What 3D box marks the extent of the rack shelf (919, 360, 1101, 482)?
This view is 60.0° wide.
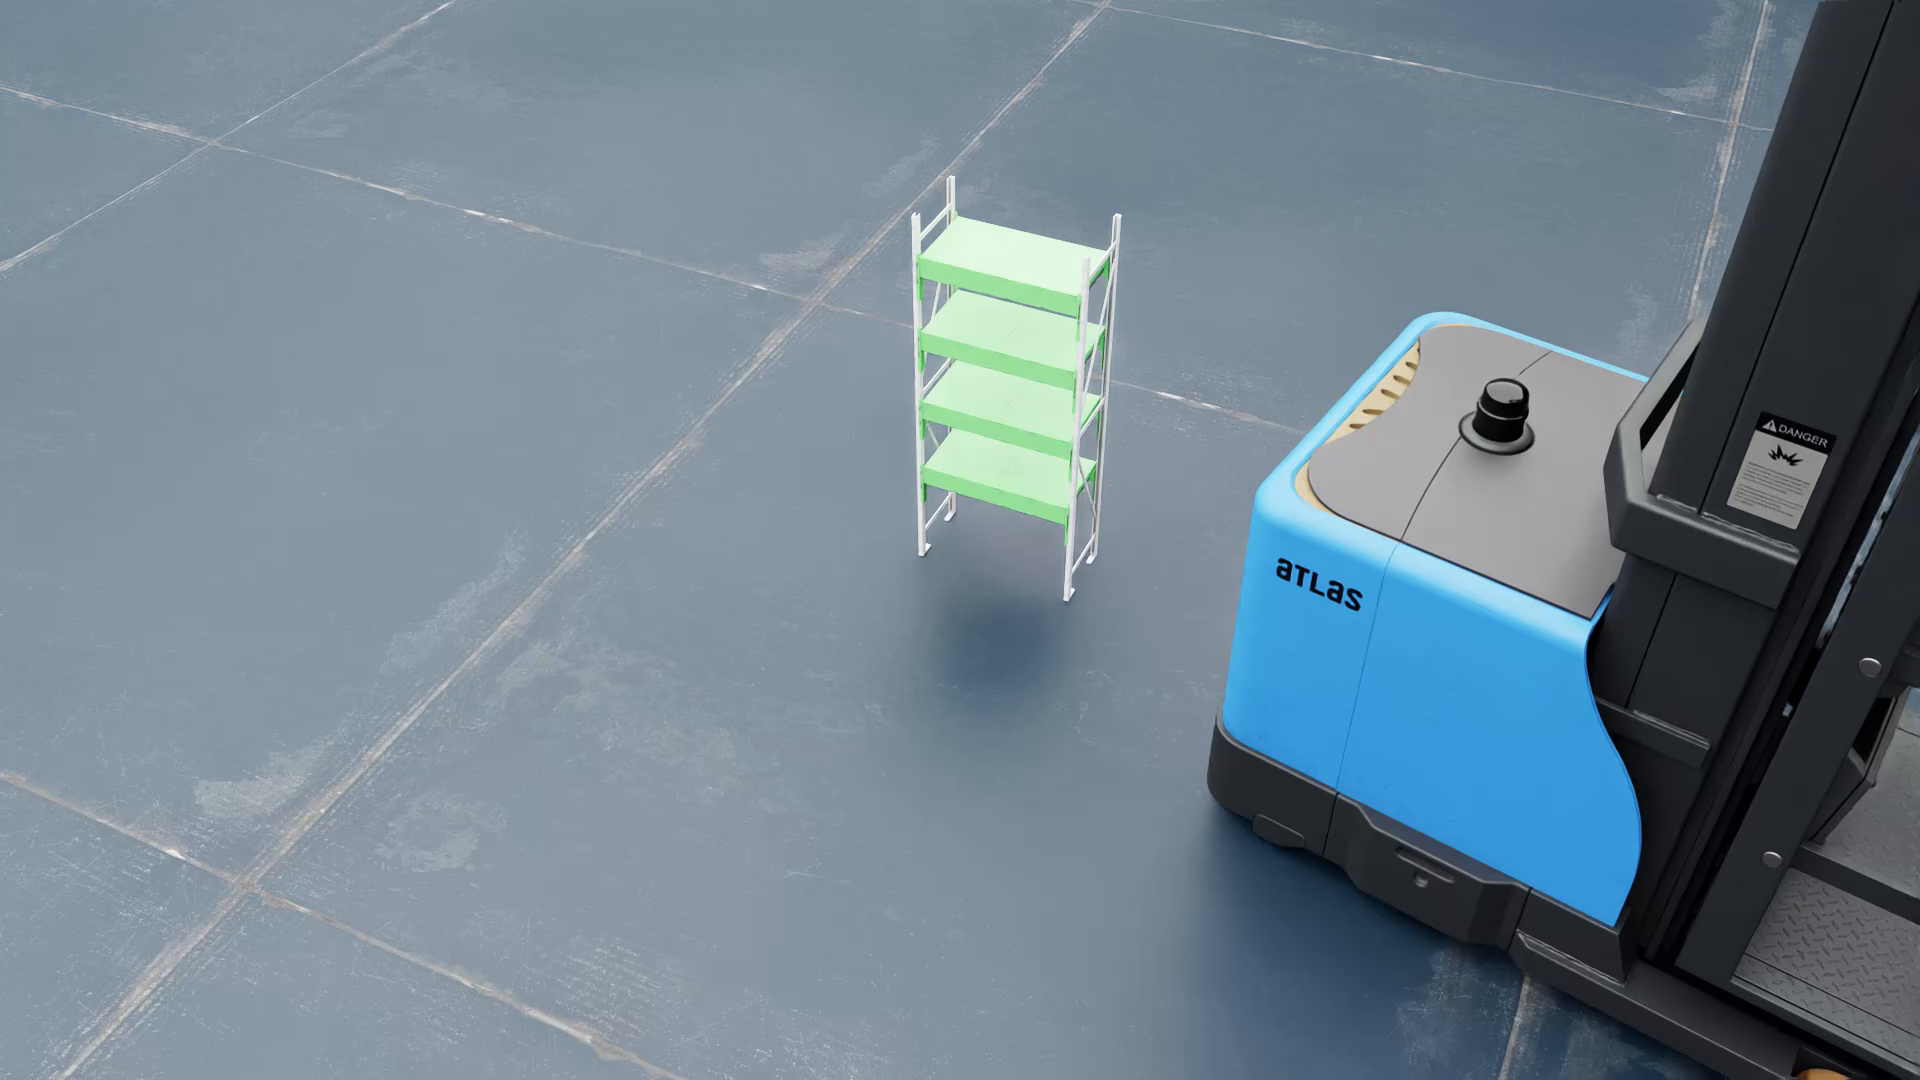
[{"bbox_3d":[0.150,-0.359,4.846,0.480,0.148,0.258,17,44,19],"label":"rack shelf"}]

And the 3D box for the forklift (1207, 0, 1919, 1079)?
[{"bbox_3d":[2.146,-0.092,3.119,3.031,2.935,1.130,25,47,26],"label":"forklift"}]

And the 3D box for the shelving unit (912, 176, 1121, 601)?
[{"bbox_3d":[0.150,-0.408,4.804,0.503,1.200,0.258,17,44,19],"label":"shelving unit"}]

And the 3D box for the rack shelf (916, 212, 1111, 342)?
[{"bbox_3d":[0.150,-0.722,4.532,0.480,0.148,0.258,17,44,19],"label":"rack shelf"}]

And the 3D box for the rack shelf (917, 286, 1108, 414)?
[{"bbox_3d":[0.150,-0.541,4.689,0.480,0.148,0.258,17,44,19],"label":"rack shelf"}]

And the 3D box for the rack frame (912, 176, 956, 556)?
[{"bbox_3d":[-0.071,-0.475,4.882,0.015,1.200,0.240,17,44,19],"label":"rack frame"}]

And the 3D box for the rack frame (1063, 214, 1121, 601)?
[{"bbox_3d":[0.371,-0.340,4.726,0.015,1.200,0.240,17,44,19],"label":"rack frame"}]

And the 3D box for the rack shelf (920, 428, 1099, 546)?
[{"bbox_3d":[0.150,-0.178,5.003,0.480,0.148,0.258,17,44,19],"label":"rack shelf"}]
